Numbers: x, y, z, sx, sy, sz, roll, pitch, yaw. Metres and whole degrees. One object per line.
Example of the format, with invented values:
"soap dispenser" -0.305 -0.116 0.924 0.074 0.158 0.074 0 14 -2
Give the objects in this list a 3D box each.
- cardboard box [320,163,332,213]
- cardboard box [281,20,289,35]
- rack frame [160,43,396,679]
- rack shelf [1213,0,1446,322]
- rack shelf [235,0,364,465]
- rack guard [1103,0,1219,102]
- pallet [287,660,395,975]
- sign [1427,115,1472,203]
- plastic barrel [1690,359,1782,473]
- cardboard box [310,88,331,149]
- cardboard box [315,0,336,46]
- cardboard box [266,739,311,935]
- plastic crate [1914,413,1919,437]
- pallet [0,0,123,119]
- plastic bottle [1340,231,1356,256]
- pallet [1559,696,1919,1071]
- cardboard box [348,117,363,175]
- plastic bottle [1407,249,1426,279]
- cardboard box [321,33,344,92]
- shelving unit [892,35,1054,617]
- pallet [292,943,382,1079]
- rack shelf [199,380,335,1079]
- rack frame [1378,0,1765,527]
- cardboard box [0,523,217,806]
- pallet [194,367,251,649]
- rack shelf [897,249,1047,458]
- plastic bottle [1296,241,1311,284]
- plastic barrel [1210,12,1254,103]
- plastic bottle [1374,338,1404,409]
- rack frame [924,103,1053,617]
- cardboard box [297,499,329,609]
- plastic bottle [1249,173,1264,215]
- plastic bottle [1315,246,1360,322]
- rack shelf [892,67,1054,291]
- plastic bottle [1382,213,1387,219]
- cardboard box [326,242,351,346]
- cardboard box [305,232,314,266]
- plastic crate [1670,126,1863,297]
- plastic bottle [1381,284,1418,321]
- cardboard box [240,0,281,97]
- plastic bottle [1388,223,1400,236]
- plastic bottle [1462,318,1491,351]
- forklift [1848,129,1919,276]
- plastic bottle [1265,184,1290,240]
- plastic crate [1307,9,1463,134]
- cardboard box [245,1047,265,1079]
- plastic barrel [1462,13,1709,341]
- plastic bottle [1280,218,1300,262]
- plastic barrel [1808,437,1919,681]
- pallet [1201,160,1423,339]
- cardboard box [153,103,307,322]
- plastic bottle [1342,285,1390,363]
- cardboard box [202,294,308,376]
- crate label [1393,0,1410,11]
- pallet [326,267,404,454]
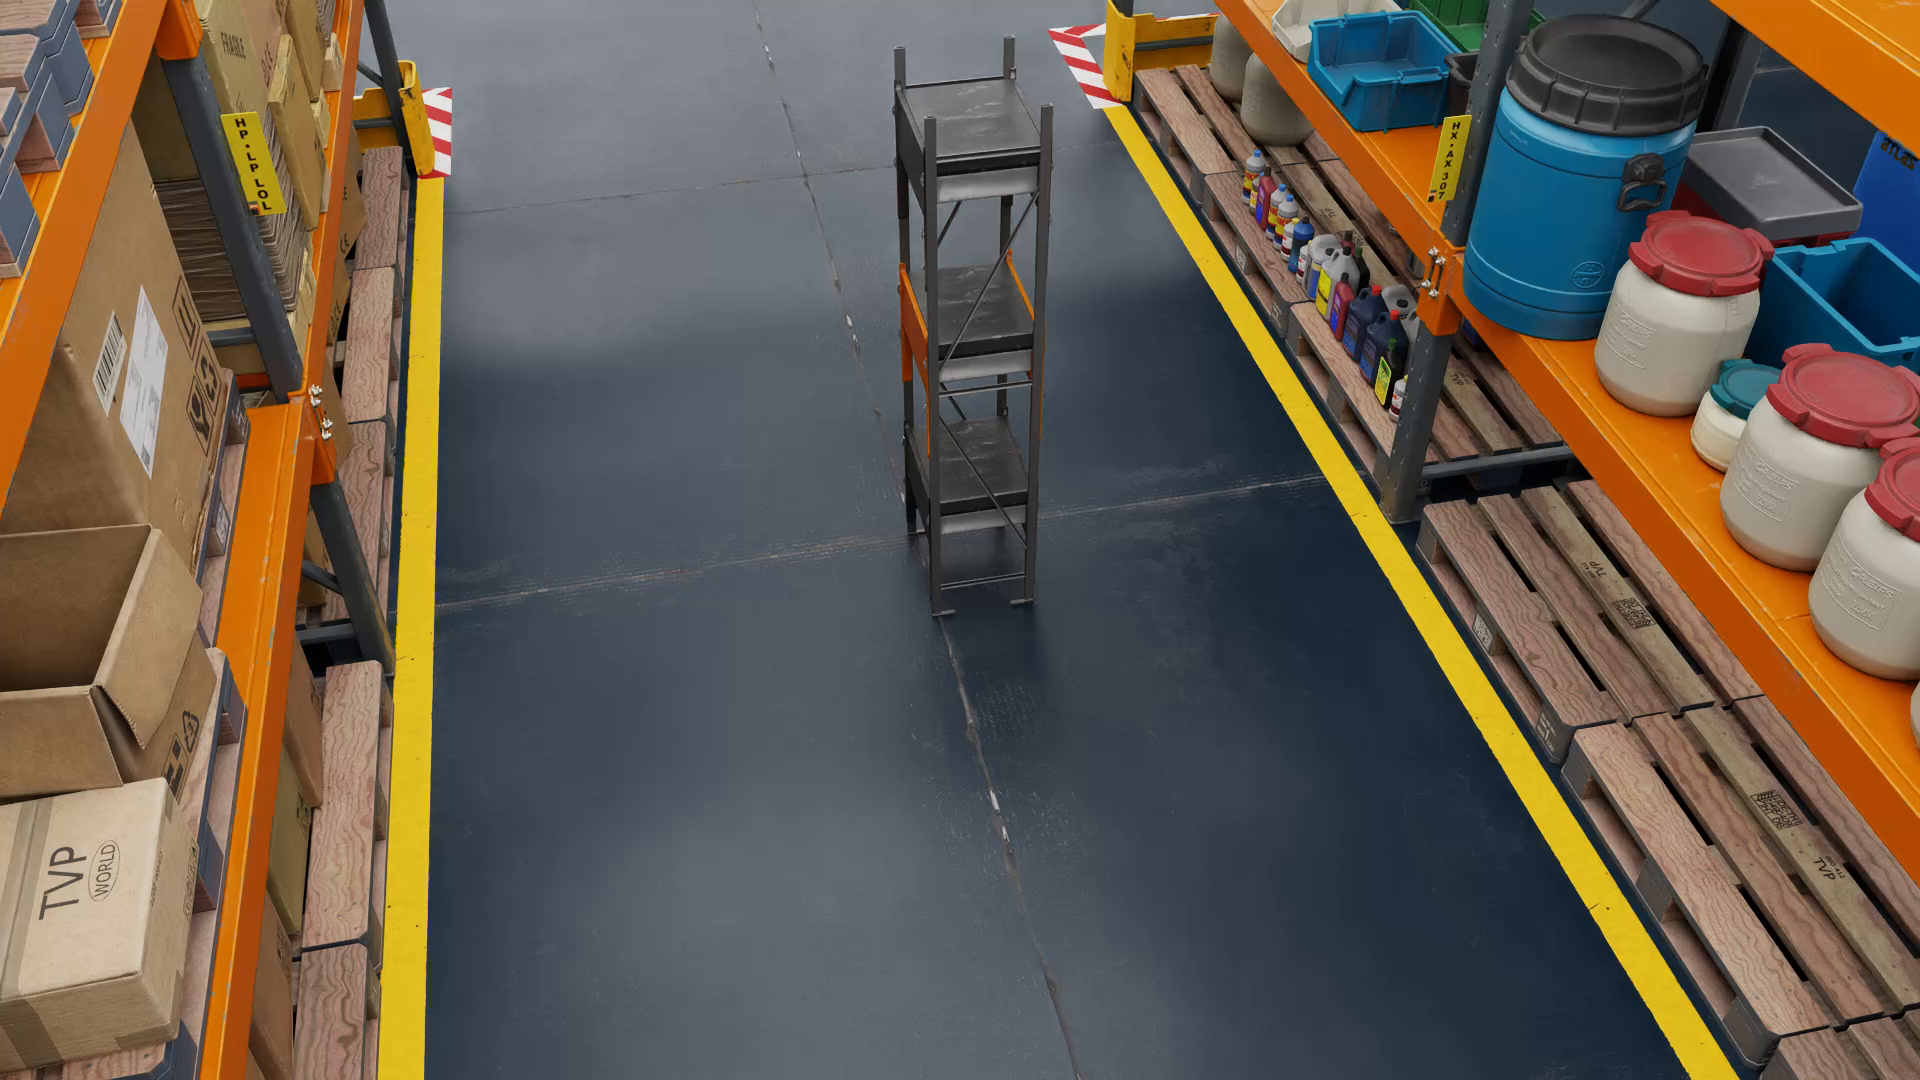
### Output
"cardboard box" -2.551 -1.318 6.165 0.380 0.149 0.250 -8 42 -9
"cardboard box" -2.916 -1.667 6.069 0.875 0.500 0.500 -8 42 -9
"rack frame" -2.599 -0.579 5.143 1.000 3.000 0.127 -8 42 -9
"rack shelf" 1.805 -2.316 7.642 1.077 0.370 4.000 -8 42 -9
"rack shelf" -3.031 -1.606 6.842 1.077 0.370 4.000 -8 42 -9
"rack guard" 1.436 -2.904 9.645 1.175 0.500 0.348 -8 42 -9
"pallet" -2.430 0.968 5.500 1.003 0.211 1.213 -8 42 -9
"sign" 1.697 -1.321 5.770 0.100 0.325 0.005 -8 42 -9
"plastic barrel" 2.373 -0.357 4.997 0.301 0.262 0.301 0 42 0
"cardboard box" -2.689 -1.638 6.525 0.380 0.149 0.250 -8 42 -9
"cardboard box" -3.080 -2.323 6.808 0.875 0.500 0.500 -8 42 -9
"cardboard box" -2.403 0.904 5.023 0.700 0.500 0.500 -9 42 -10
"plastic crate" 2.889 -0.121 4.787 0.450 0.188 0.662 -8 42 -9
"pallet" -2.570 -1.215 3.741 1.213 0.211 1.003 -8 42 -9
"plastic bottle" 1.778 -1.269 7.635 0.061 0.283 0.133 -8 42 -9
"pallet" 2.711 1.050 5.408 1.003 0.211 1.213 -8 42 -9
"cardboard box" -3.344 -1.987 8.295 0.500 0.500 0.500 -1 42 -1
"plastic bottle" 2.196 -1.378 7.763 0.152 0.276 0.135 -8 42 -9
"cardboard box" -2.773 -1.966 6.894 0.380 0.149 0.250 -8 42 -9
"shelving unit" 0.036 -0.678 5.932 0.431 2.100 0.503 -8 42 -9
"pallet" -2.163 1.761 4.608 1.003 0.211 1.213 -8 42 -9
"rack shelf" -2.167 0.986 3.921 1.077 0.370 4.000 -8 42 -9
"rack frame" 2.237 -1.289 5.942 1.000 3.000 0.127 -8 42 -9
"cardboard box" -2.135 0.336 3.718 0.797 0.503 0.637 -4 42 -5
"pallet" -2.576 0.009 4.625 1.003 0.211 1.213 -8 42 -9
"rack shelf" 0.036 -0.668 5.941 0.431 0.518 0.480 -8 42 -9
"plastic bottle" 1.622 -1.295 7.726 0.097 0.201 0.097 0 42 0
"plastic barrel" 1.590 -2.693 9.081 0.421 0.512 0.421 0 42 0
"plastic bottle" 1.811 -0.702 6.996 0.061 0.283 0.133 -6 42 -7
"rack frame" 0.088 -0.520 5.754 0.400 2.100 0.015 -8 42 -9
"cardboard box" -2.646 -0.066 6.132 0.500 0.500 0.500 -10 42 -11
"plastic bottle" 1.483 -1.713 8.196 0.097 0.201 0.097 0 42 0
"plastic bottle" 1.705 -1.173 7.475 0.144 0.351 0.185 -9 42 -10
"rack shelf" 0.036 -1.191 5.476 0.431 0.518 0.480 -8 42 -9
"plastic bottle" 2.122 -1.720 8.143 0.061 0.283 0.133 -8 42 -9
"cardboard box" -3.065 -1.196 7.404 0.500 0.500 0.500 -5 42 -5
"cardboard box" -2.474 -0.990 5.795 0.380 0.149 0.250 -8 42 -9
"plastic crate" 2.640 -1.043 5.617 0.402 0.464 0.583 -8 42 -9
"plastic bottle" 1.914 -0.973 7.307 0.152 0.276 0.135 -8 42 -9
"cardboard box" -2.557 -1.754 5.413 0.500 0.500 0.500 -8 42 -9
"plastic bottle" 2.138 -1.585 8.052 0.097 0.201 0.097 0 42 0
"plastic bottle" 2.327 -1.025 7.309 0.144 0.351 0.185 -8 42 -9
"forklift" 4.938 -1.367 6.082 1.130 2.935 3.031 -10 43 -11
"plastic bottle" 1.535 -1.584 7.998 0.097 0.271 0.097 0 42 0
"plastic crate" 1.733 -1.912 6.756 0.499 0.251 0.616 -8 42 -9
"cardboard box" -2.161 1.628 4.208 0.700 0.500 0.500 -5 42 -6
"plastic barrel" 2.025 -1.182 5.445 0.600 0.901 0.708 -8 42 -9
"plastic bottle" 1.578 -1.429 7.876 0.097 0.201 0.097 0 42 0
"plastic barrel" 2.481 0.068 4.311 0.433 0.535 0.433 0 42 0
"pallet" 1.866 -1.480 8.258 1.003 0.211 1.213 -8 42 -9
"cardboard box" -2.636 -1.028 5.349 0.875 0.500 0.500 -8 42 -9
"plastic bottle" 1.775 -0.963 7.240 0.144 0.351 0.185 -10 43 -11
"cardboard box" -2.352 -0.668 5.432 0.380 0.149 0.250 -8 42 -9
"crate label" 2.035 -2.741 7.551 0.502 0.435 0.616 -8 42 -9
"pallet" -3.045 -0.759 7.446 1.003 0.211 1.213 -8 42 -9
